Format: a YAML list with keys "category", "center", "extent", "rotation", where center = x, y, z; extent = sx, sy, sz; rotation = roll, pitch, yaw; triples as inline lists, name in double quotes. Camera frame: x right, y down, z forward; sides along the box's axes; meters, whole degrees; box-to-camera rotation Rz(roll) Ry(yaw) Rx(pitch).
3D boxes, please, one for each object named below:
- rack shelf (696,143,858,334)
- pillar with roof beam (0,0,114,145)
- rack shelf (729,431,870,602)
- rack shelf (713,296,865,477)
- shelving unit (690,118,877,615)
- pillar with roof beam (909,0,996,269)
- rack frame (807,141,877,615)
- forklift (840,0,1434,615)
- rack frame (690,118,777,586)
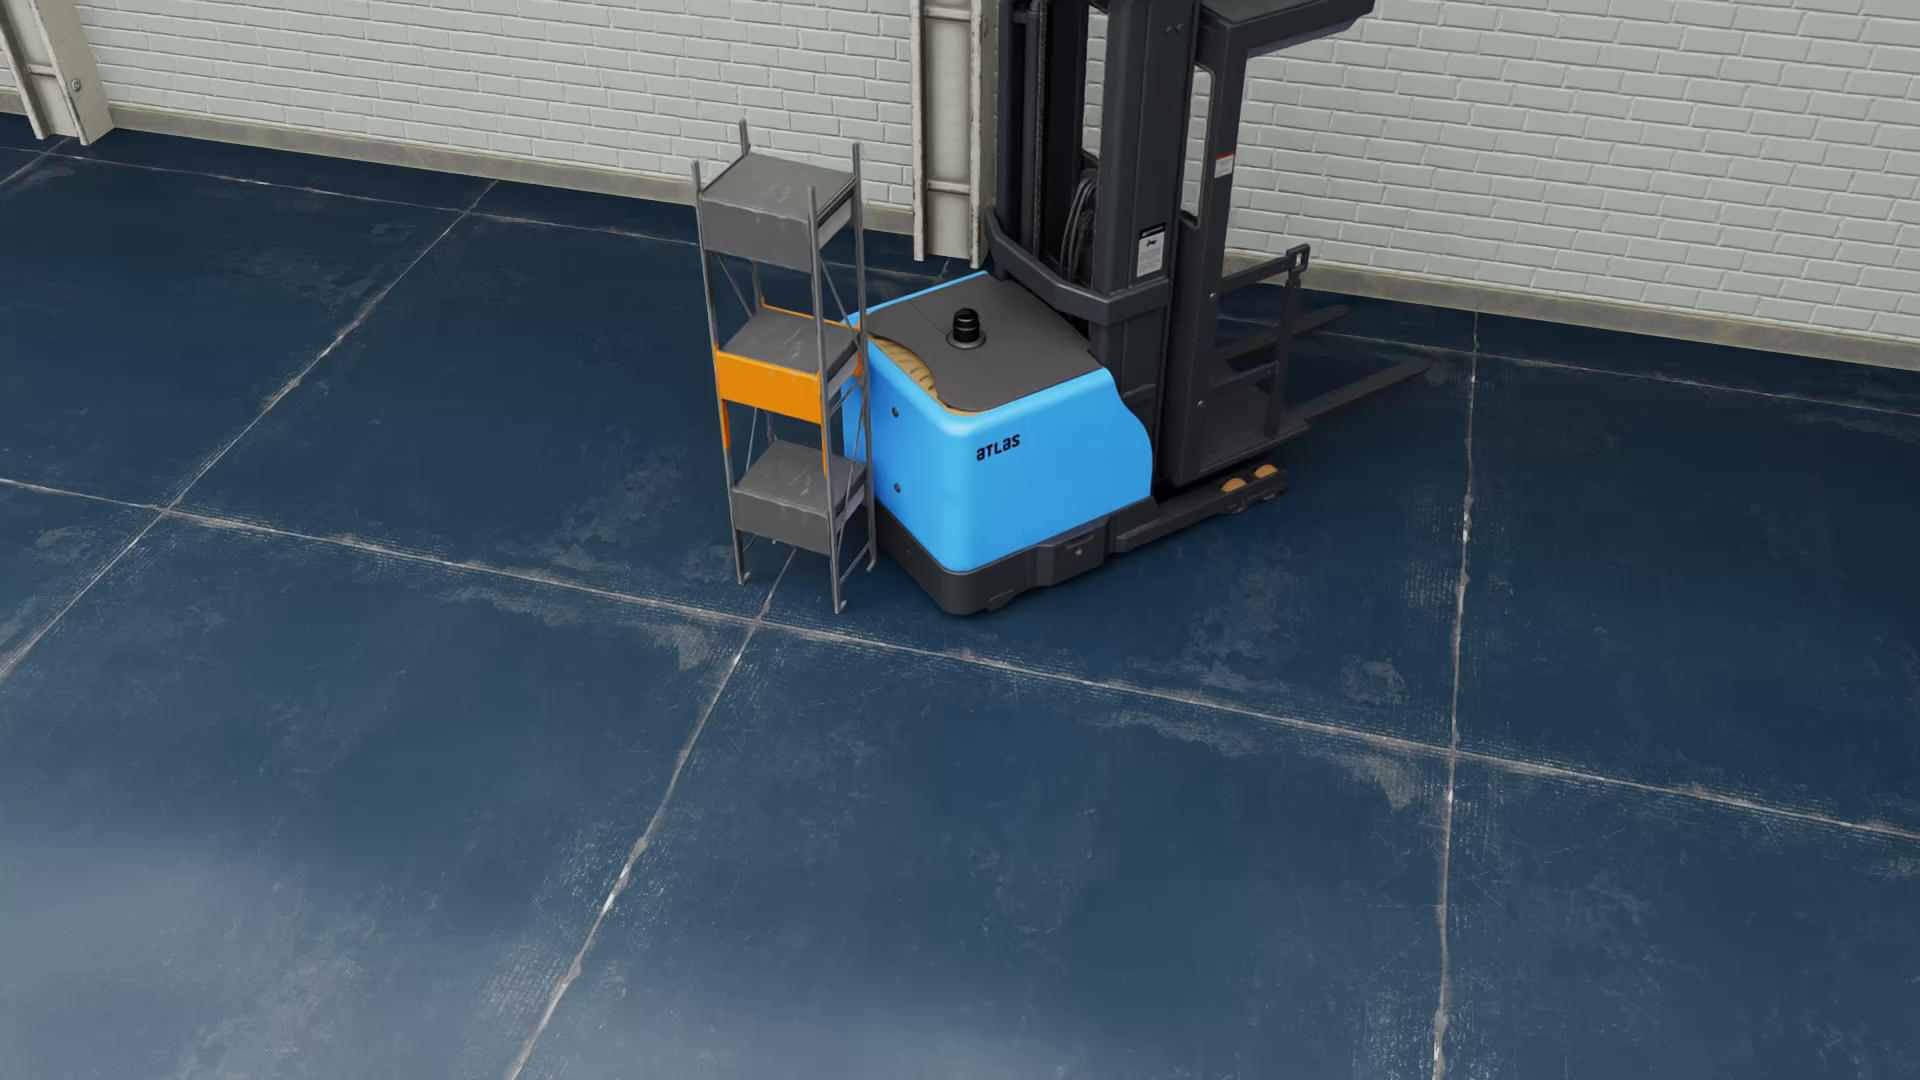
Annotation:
- category: "rack shelf"
  center: [-0.692, -1.179, 6.478]
  extent: [0.480, 0.518, 0.431]
  rotation: [16, 42, 18]
- category: "pillar with roof beam"
  center: [-6.948, -3.470, 4.910]
  extent: [0.400, 9.000, 9.100]
  rotation: [10, 41, 11]
- category: "rack shelf"
  center: [-0.692, -0.107, 7.379]
  extent: [0.480, 0.518, 0.431]
  rotation: [16, 42, 18]
- category: "rack shelf"
  center: [-0.692, -0.643, 6.928]
  extent: [0.480, 0.518, 0.431]
  rotation: [16, 42, 18]
- category: "shelving unit"
  center: [-0.692, -0.653, 6.920]
  extent: [0.503, 2.100, 0.431]
  rotation: [16, 42, 18]
- category: "pillar with roof beam"
  center: [-1.152, -2.473, 3.722]
  extent: [0.400, 9.000, 9.100]
  rotation: [10, 41, 11]
- category: "rack frame"
  center: [-0.468, -0.591, 6.845]
  extent: [0.015, 2.100, 0.400]
  rotation: [16, 42, 18]
- category: "forklift"
  center: [0.969, -1.517, 7.302]
  extent: [3.031, 2.935, 1.130]
  rotation: [-22, 45, -24]
- category: "rack frame"
  center: [-0.916, -0.715, 6.994]
  extent: [0.015, 2.100, 0.400]
  rotation: [16, 42, 18]
